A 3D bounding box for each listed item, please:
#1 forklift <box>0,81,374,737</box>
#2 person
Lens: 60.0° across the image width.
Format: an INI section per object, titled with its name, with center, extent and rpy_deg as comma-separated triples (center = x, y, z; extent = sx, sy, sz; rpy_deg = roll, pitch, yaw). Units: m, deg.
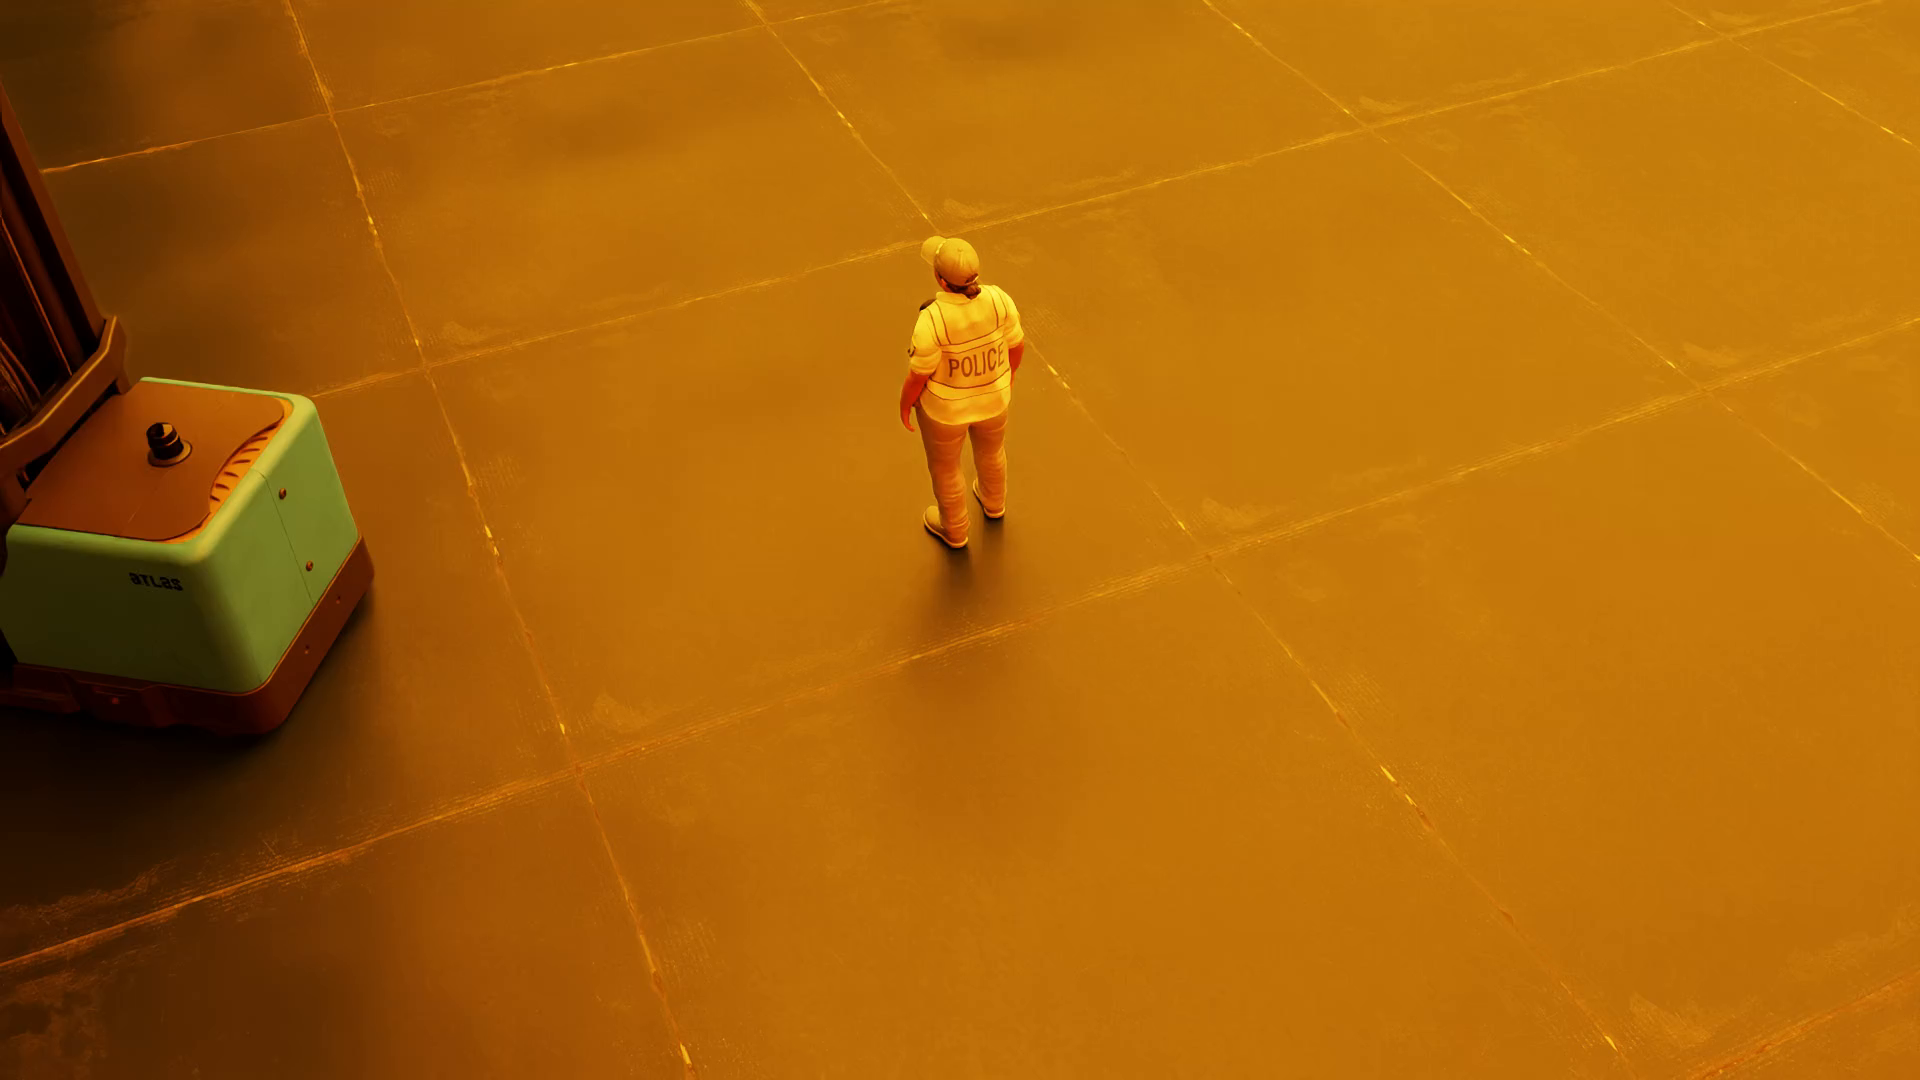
[forklift]
center = -4.225, -0.739, 6.472
extent = 3.031, 2.935, 1.130
rpy_deg = 7, 43, 7
[person]
center = -0.011, -0.668, 7.313
extent = 0.598, 1.670, 0.529
rpy_deg = -18, 46, -18
